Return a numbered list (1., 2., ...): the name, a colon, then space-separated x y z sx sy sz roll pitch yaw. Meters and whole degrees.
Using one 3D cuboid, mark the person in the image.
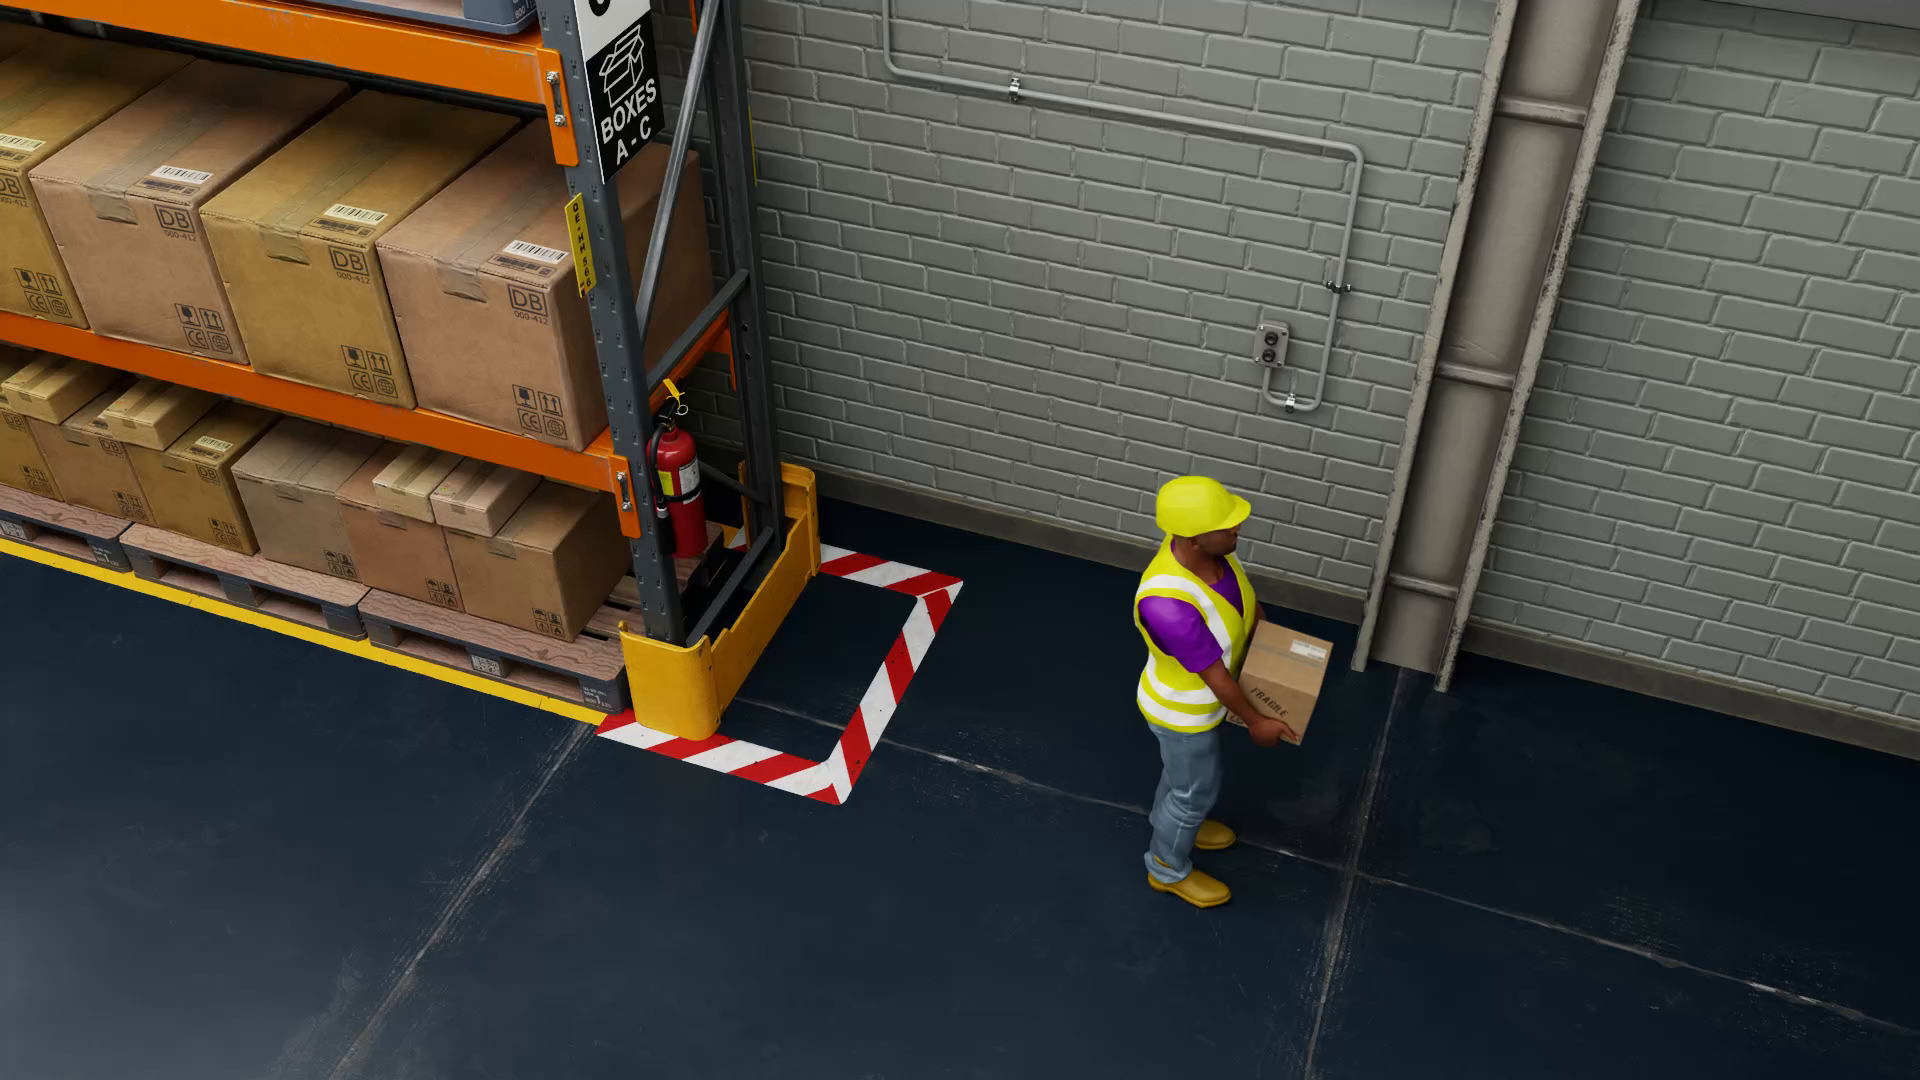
1. person: 0.866 0.524 5.548 0.577 1.761 0.502 14 43 15
